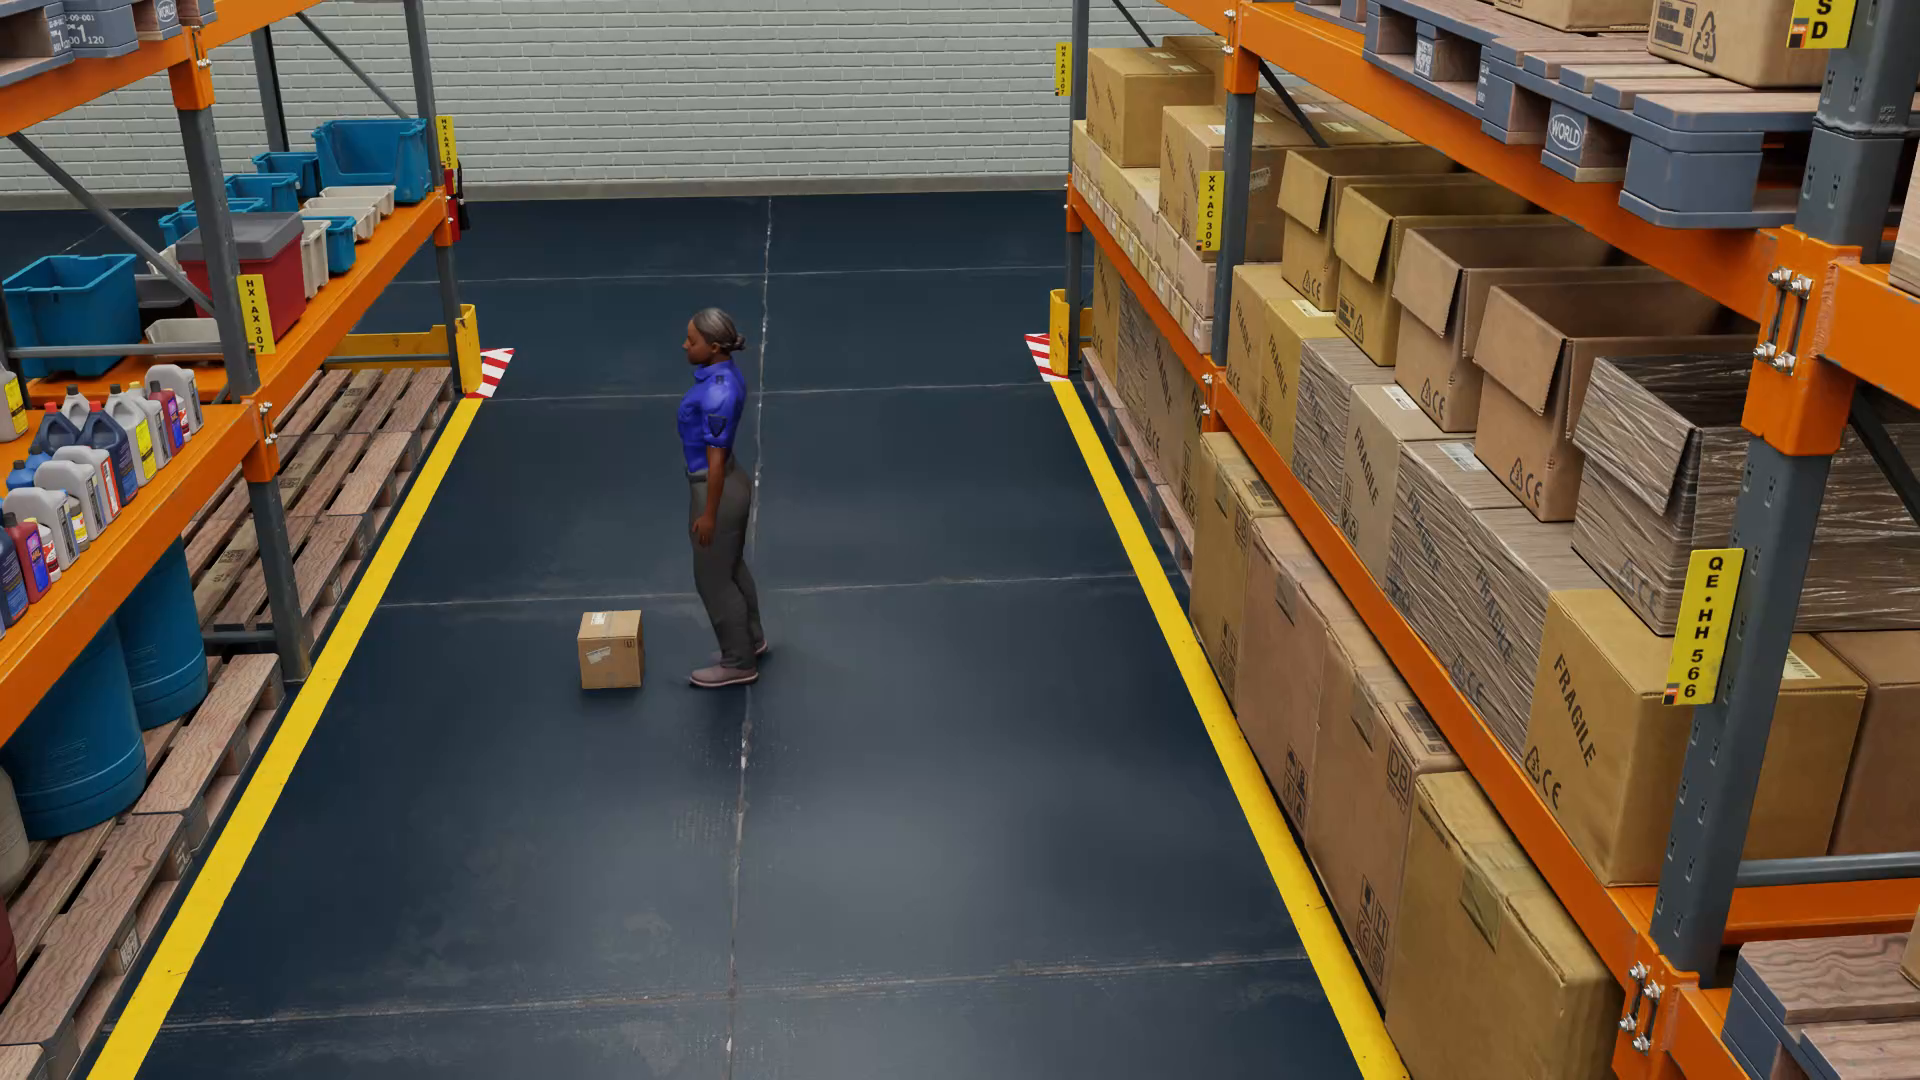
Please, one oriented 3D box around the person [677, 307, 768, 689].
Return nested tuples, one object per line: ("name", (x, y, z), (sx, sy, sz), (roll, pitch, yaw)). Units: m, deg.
("person", (-1.018, -0.157, 7.014), (0.329, 1.694, 0.437), (-2, 24, -4))
